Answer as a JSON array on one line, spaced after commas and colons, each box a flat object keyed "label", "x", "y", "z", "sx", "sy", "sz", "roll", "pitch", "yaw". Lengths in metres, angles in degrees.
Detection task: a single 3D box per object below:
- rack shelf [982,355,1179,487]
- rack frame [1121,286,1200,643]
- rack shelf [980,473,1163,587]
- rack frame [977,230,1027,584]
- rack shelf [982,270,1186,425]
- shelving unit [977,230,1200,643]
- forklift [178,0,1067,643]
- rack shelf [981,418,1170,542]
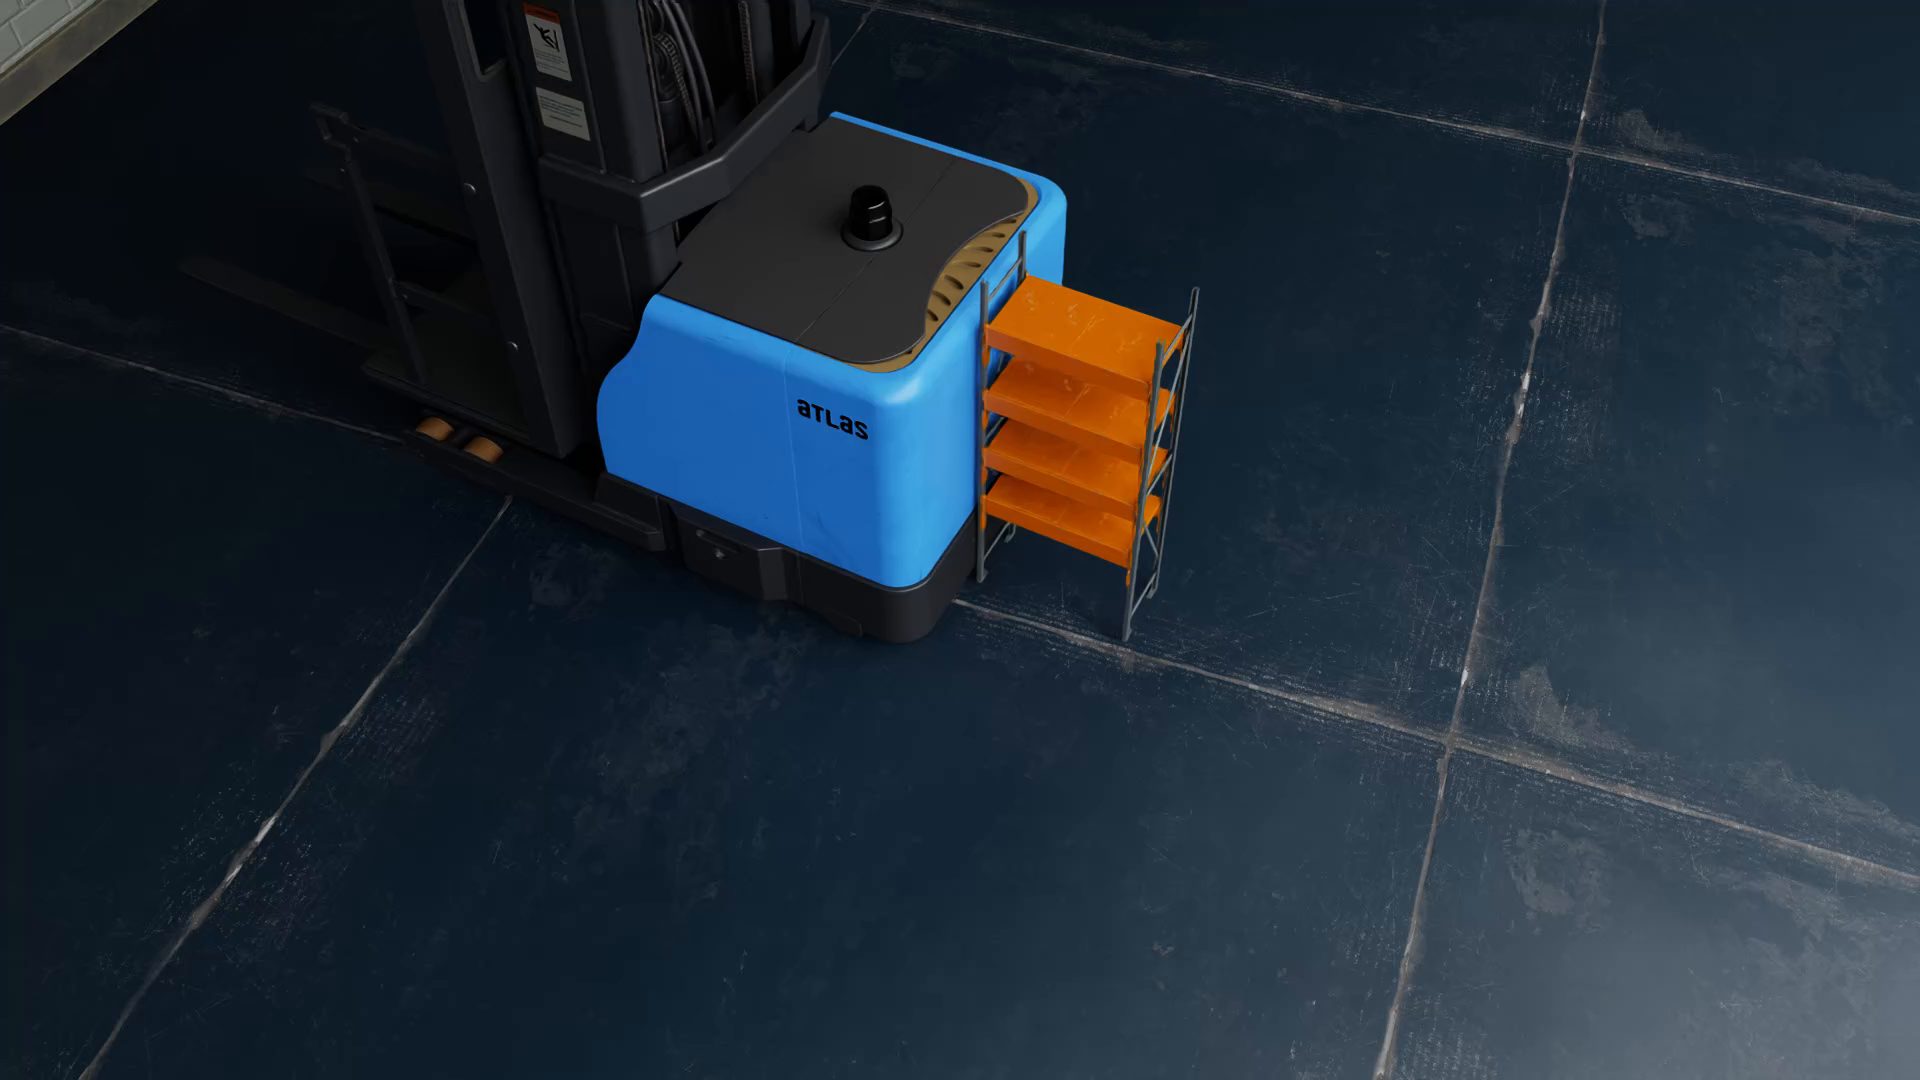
[{"label": "rack shelf", "x": 0.330, "y": -0.357, "z": 4.558, "sx": 0.480, "sy": 0.148, "sz": 0.258, "roll": 22, "pitch": 53, "yaw": 18}, {"label": "rack frame", "x": 0.545, "y": -0.168, "z": 4.602, "sx": 0.015, "sy": 1.200, "sz": 0.240, "roll": 22, "pitch": 53, "yaw": 18}, {"label": "rack shelf", "x": 0.330, "y": -0.080, "z": 4.877, "sx": 0.480, "sy": 0.148, "sz": 0.258, "roll": 22, "pitch": 53, "yaw": 18}, {"label": "rack frame", "x": 0.114, "y": -0.340, "z": 4.751, "sx": 0.015, "sy": 1.200, "sz": 0.240, "roll": 22, "pitch": 53, "yaw": 18}, {"label": "rack shelf", "x": 0.330, "y": -0.512, "z": 4.379, "sx": 0.480, "sy": 0.148, "sz": 0.258, "roll": 22, "pitch": 53, "yaw": 18}, {"label": "shelving unit", "x": 0.330, "y": -0.254, "z": 4.676, "sx": 0.503, "sy": 1.200, "sz": 0.258, "roll": 22, "pitch": 53, "yaw": 18}, {"label": "forklift", "x": -1.229, "y": -1.463, "z": 4.578, "sx": 3.031, "sy": 2.935, "sz": 1.130, "roll": 22, "pitch": 52, "yaw": 18}, {"label": "rack shelf", "x": 0.330, "y": -0.210, "z": 4.727, "sx": 0.480, "sy": 0.148, "sz": 0.258, "roll": 22, "pitch": 53, "yaw": 18}]
